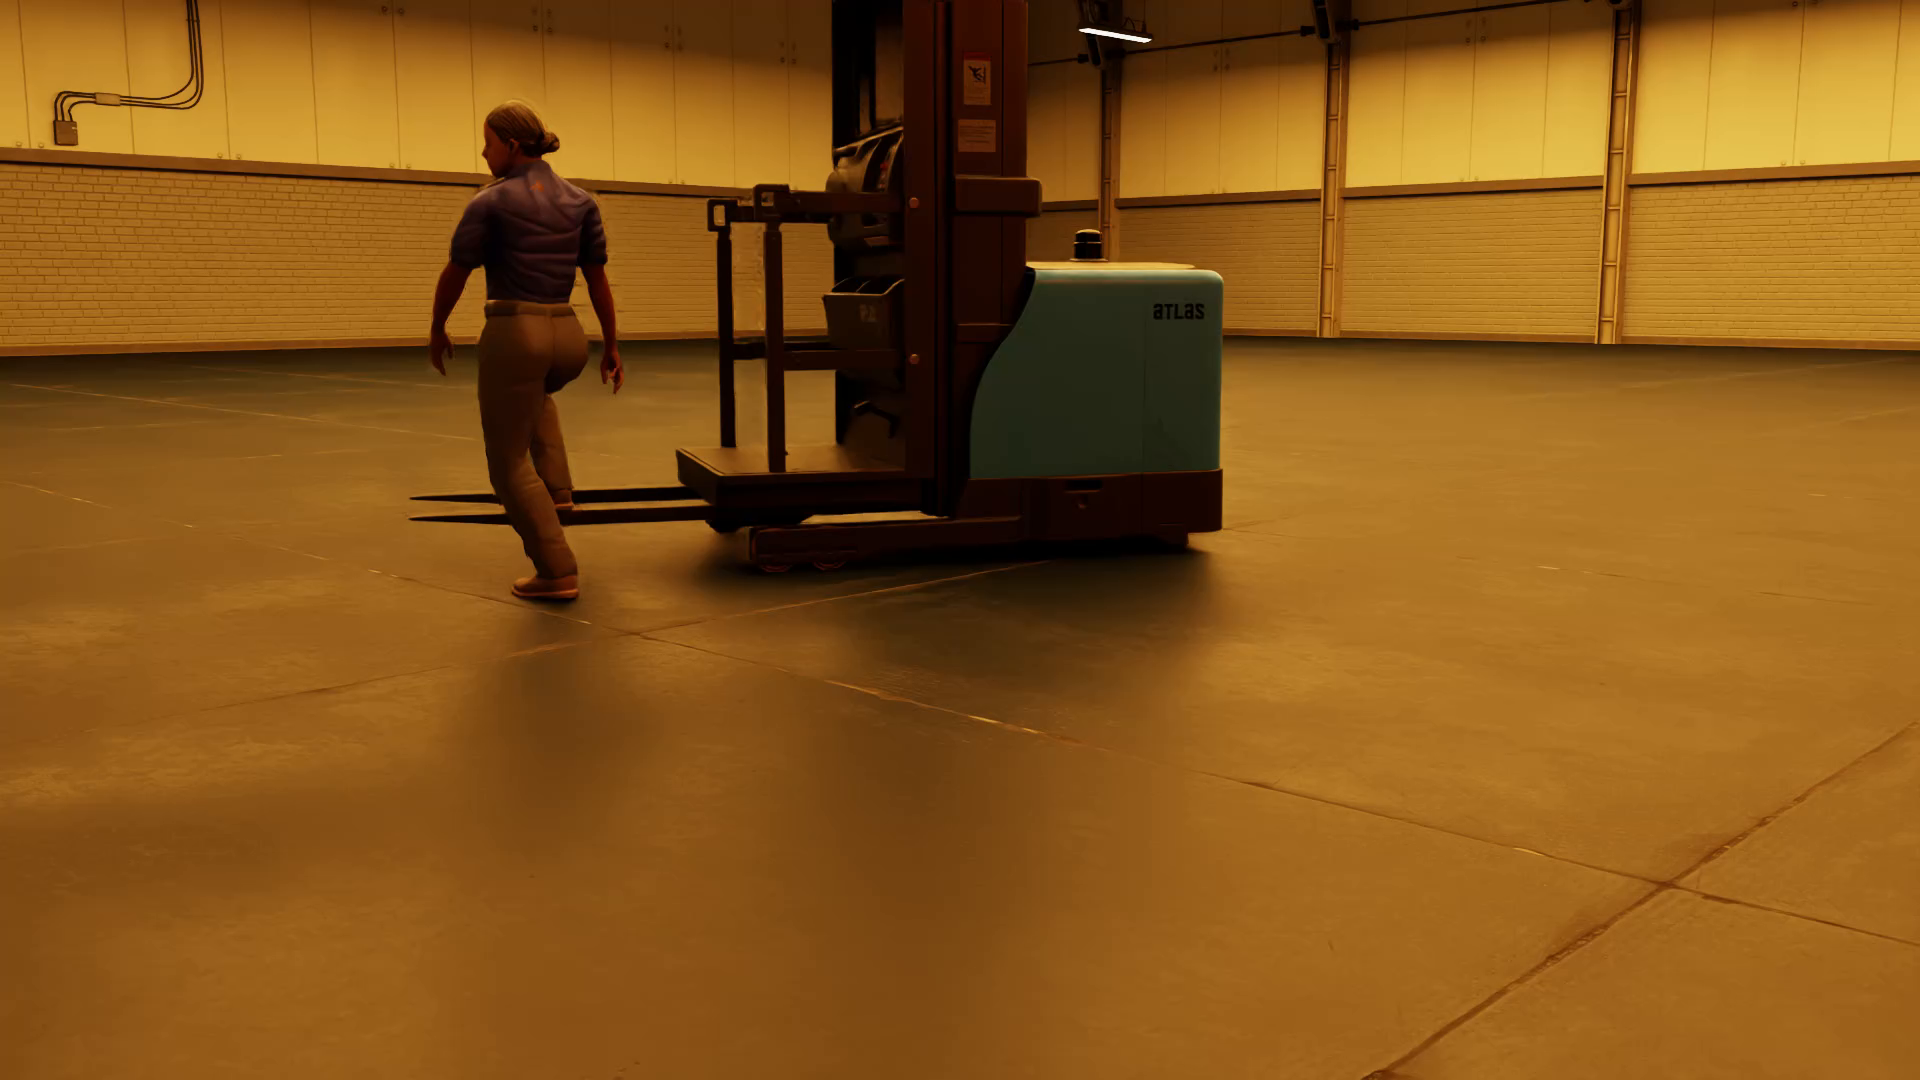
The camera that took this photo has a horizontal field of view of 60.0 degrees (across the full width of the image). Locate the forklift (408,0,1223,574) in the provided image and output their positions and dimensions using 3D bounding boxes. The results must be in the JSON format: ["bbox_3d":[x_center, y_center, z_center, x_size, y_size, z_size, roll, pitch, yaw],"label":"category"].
[{"bbox_3d":[-0.551,-1.418,6.289,3.031,2.935,1.130,-3,9,-18],"label":"forklift"}]

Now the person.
[{"bbox_3d":[-1.439,-0.637,5.579,0.701,1.611,0.566,7,11,39],"label":"person"}]
